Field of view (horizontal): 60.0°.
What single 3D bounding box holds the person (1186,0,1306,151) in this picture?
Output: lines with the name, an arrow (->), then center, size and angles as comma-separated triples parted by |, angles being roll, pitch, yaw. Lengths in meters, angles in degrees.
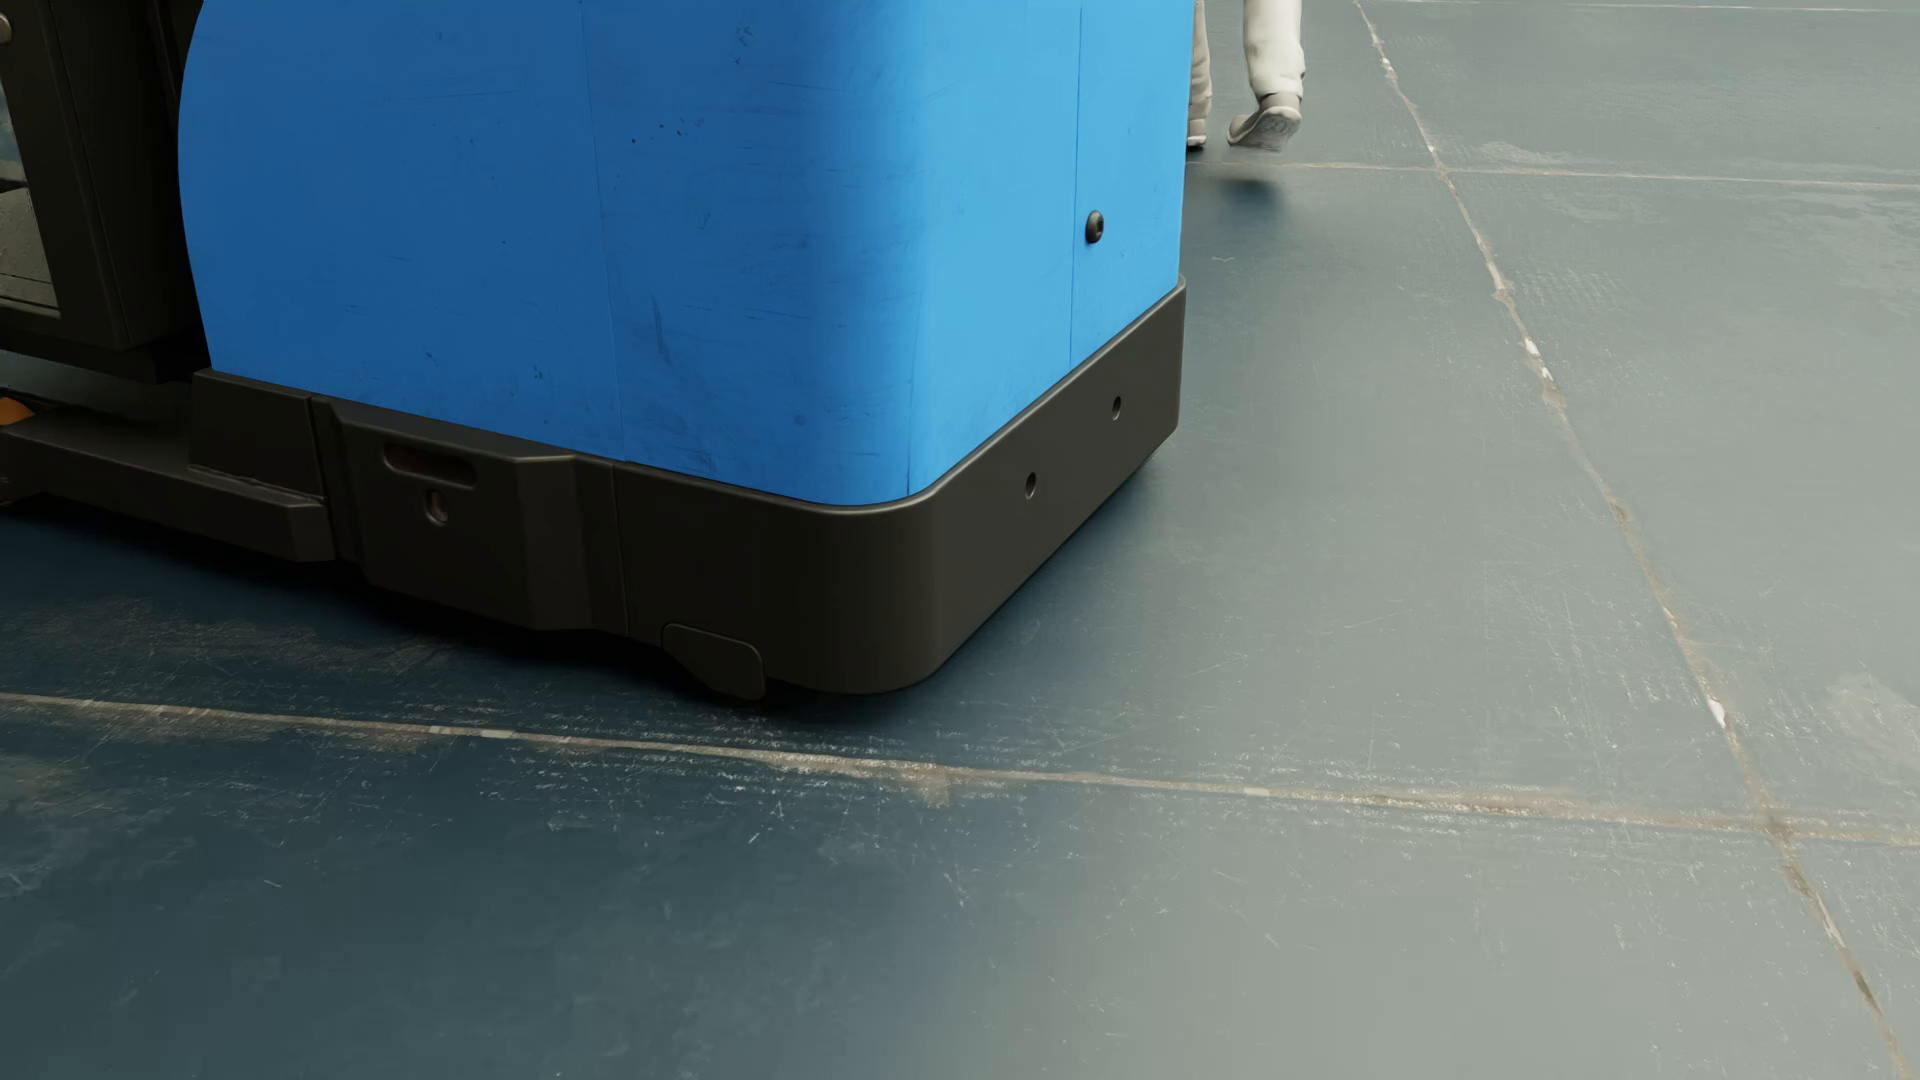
person -> 0.679, -1.806, 4.269 | 0.628, 1.678, 0.779 | -1, 27, -1

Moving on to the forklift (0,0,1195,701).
forklift -> -1.195, -1.559, 2.341 | 3.031, 2.935, 1.130 | 13, 29, 24
